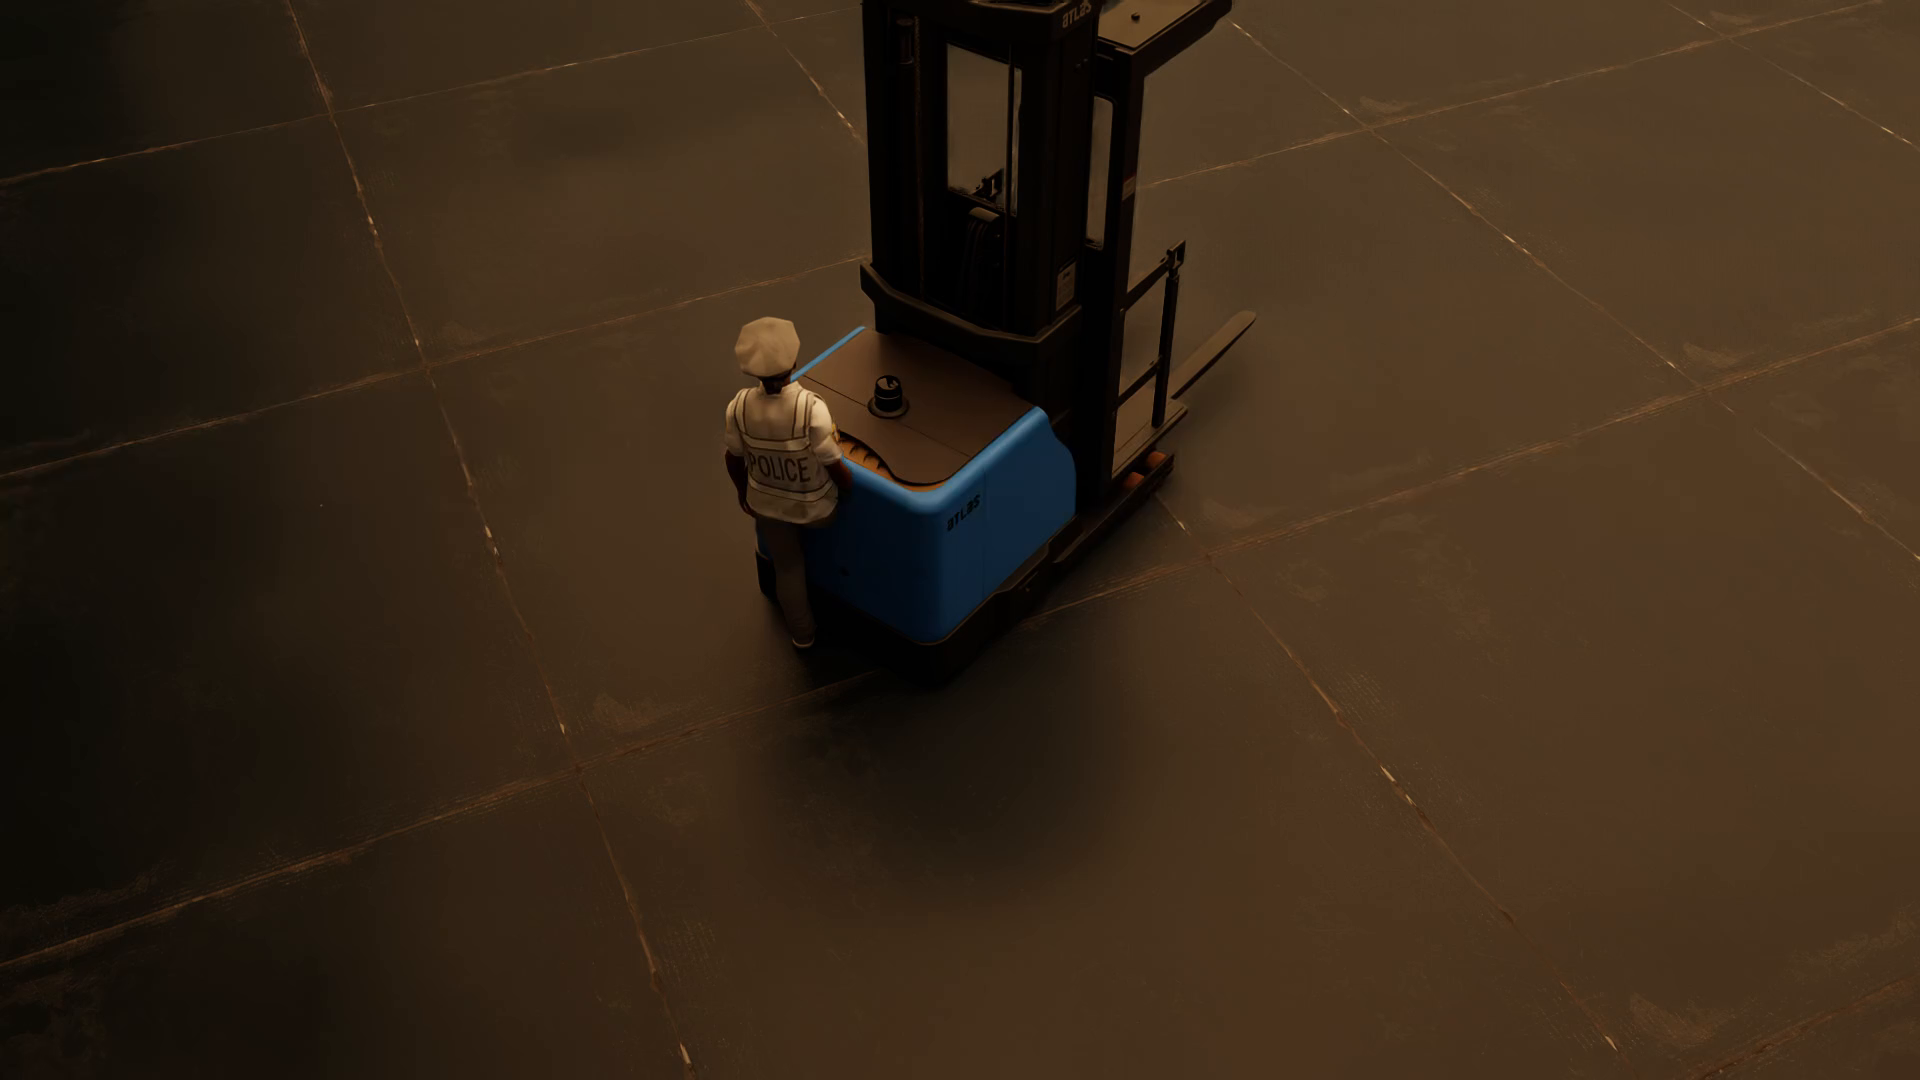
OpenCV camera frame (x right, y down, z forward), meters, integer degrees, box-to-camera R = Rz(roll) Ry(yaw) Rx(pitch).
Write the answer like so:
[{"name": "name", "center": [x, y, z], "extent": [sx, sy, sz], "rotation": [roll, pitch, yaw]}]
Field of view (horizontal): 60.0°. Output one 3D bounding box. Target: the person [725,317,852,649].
[{"name": "person", "center": [-0.630, -0.235, 6.831], "extent": [0.575, 1.689, 0.562], "rotation": [9, 44, 10]}]

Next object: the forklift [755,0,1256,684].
[{"name": "forklift", "center": [0.384, -1.417, 7.198], "extent": [1.130, 2.935, 3.031], "rotation": [27, 50, 26]}]
